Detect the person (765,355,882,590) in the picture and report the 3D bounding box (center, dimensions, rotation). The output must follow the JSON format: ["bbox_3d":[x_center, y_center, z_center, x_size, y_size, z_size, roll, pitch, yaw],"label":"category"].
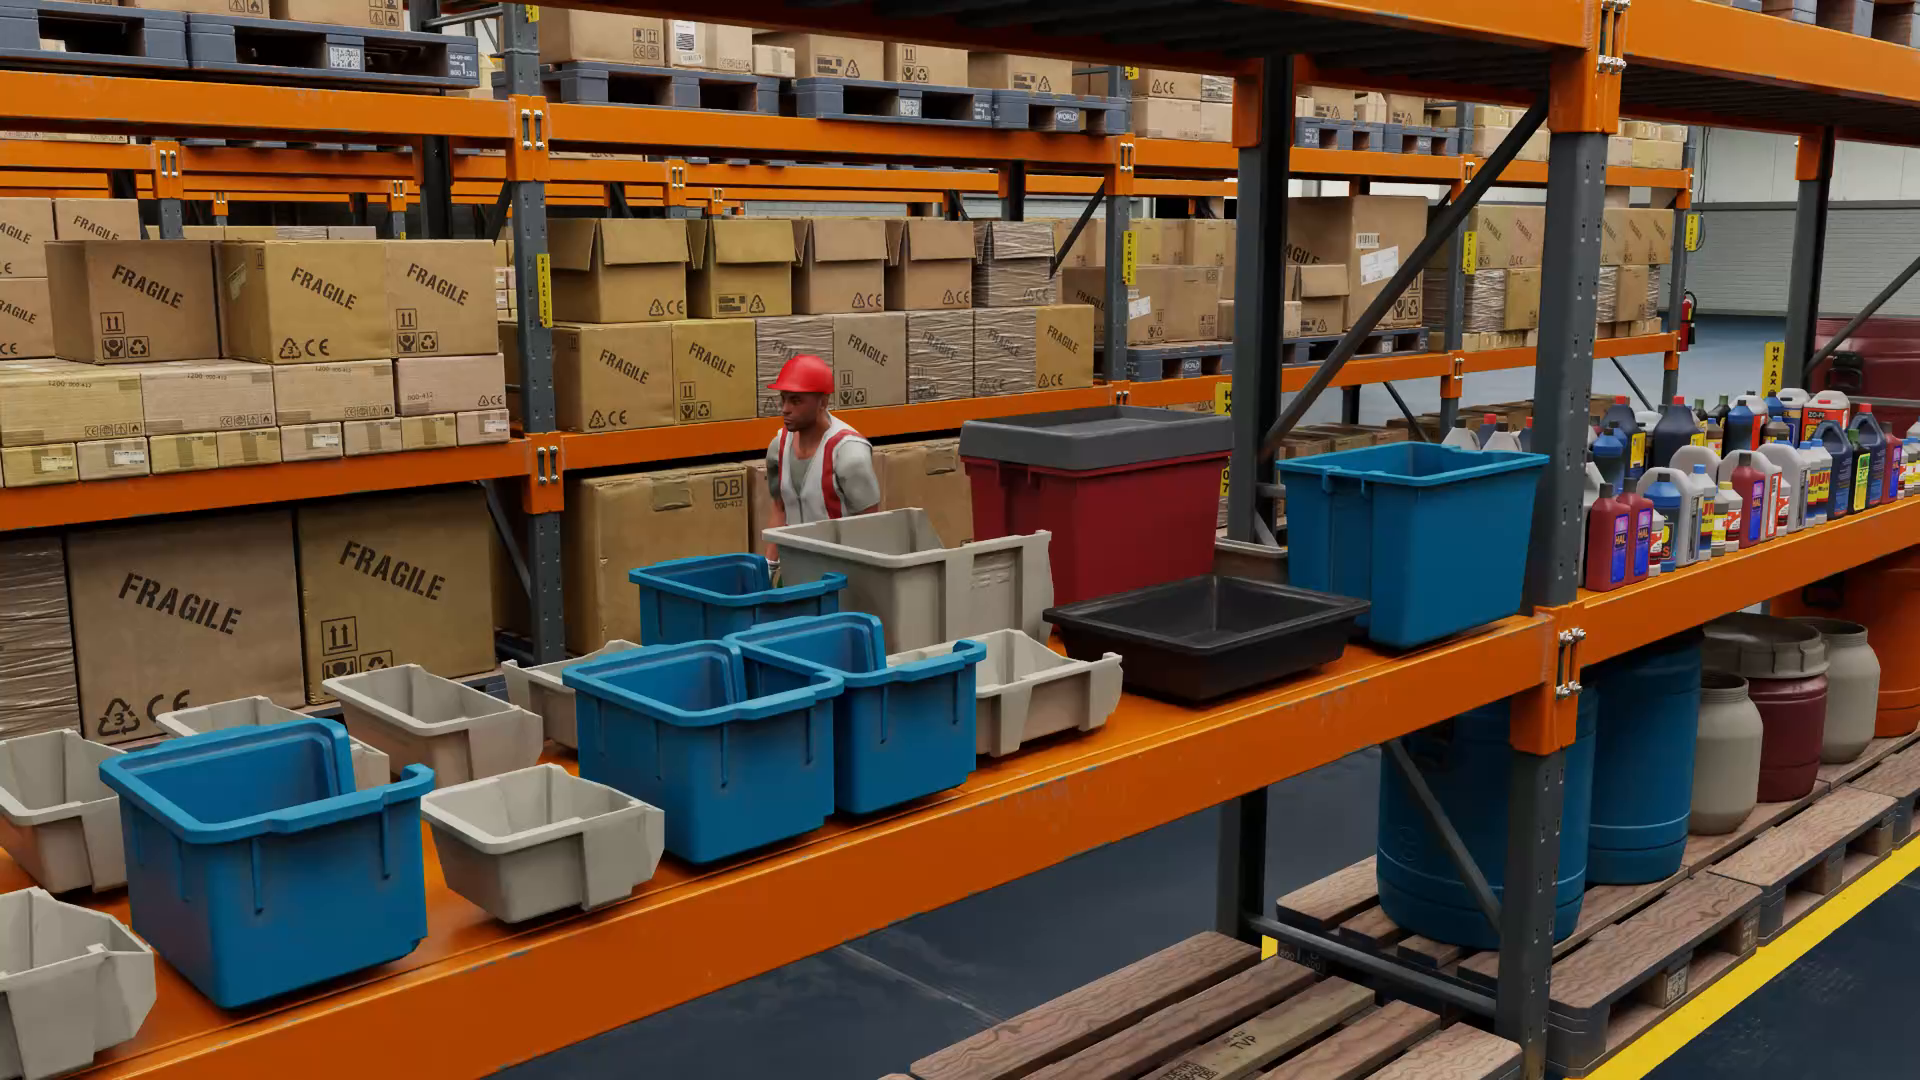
[{"bbox_3d":[-0.560,0.169,6.456,0.619,1.779,0.449,10,14,42],"label":"person"}]
